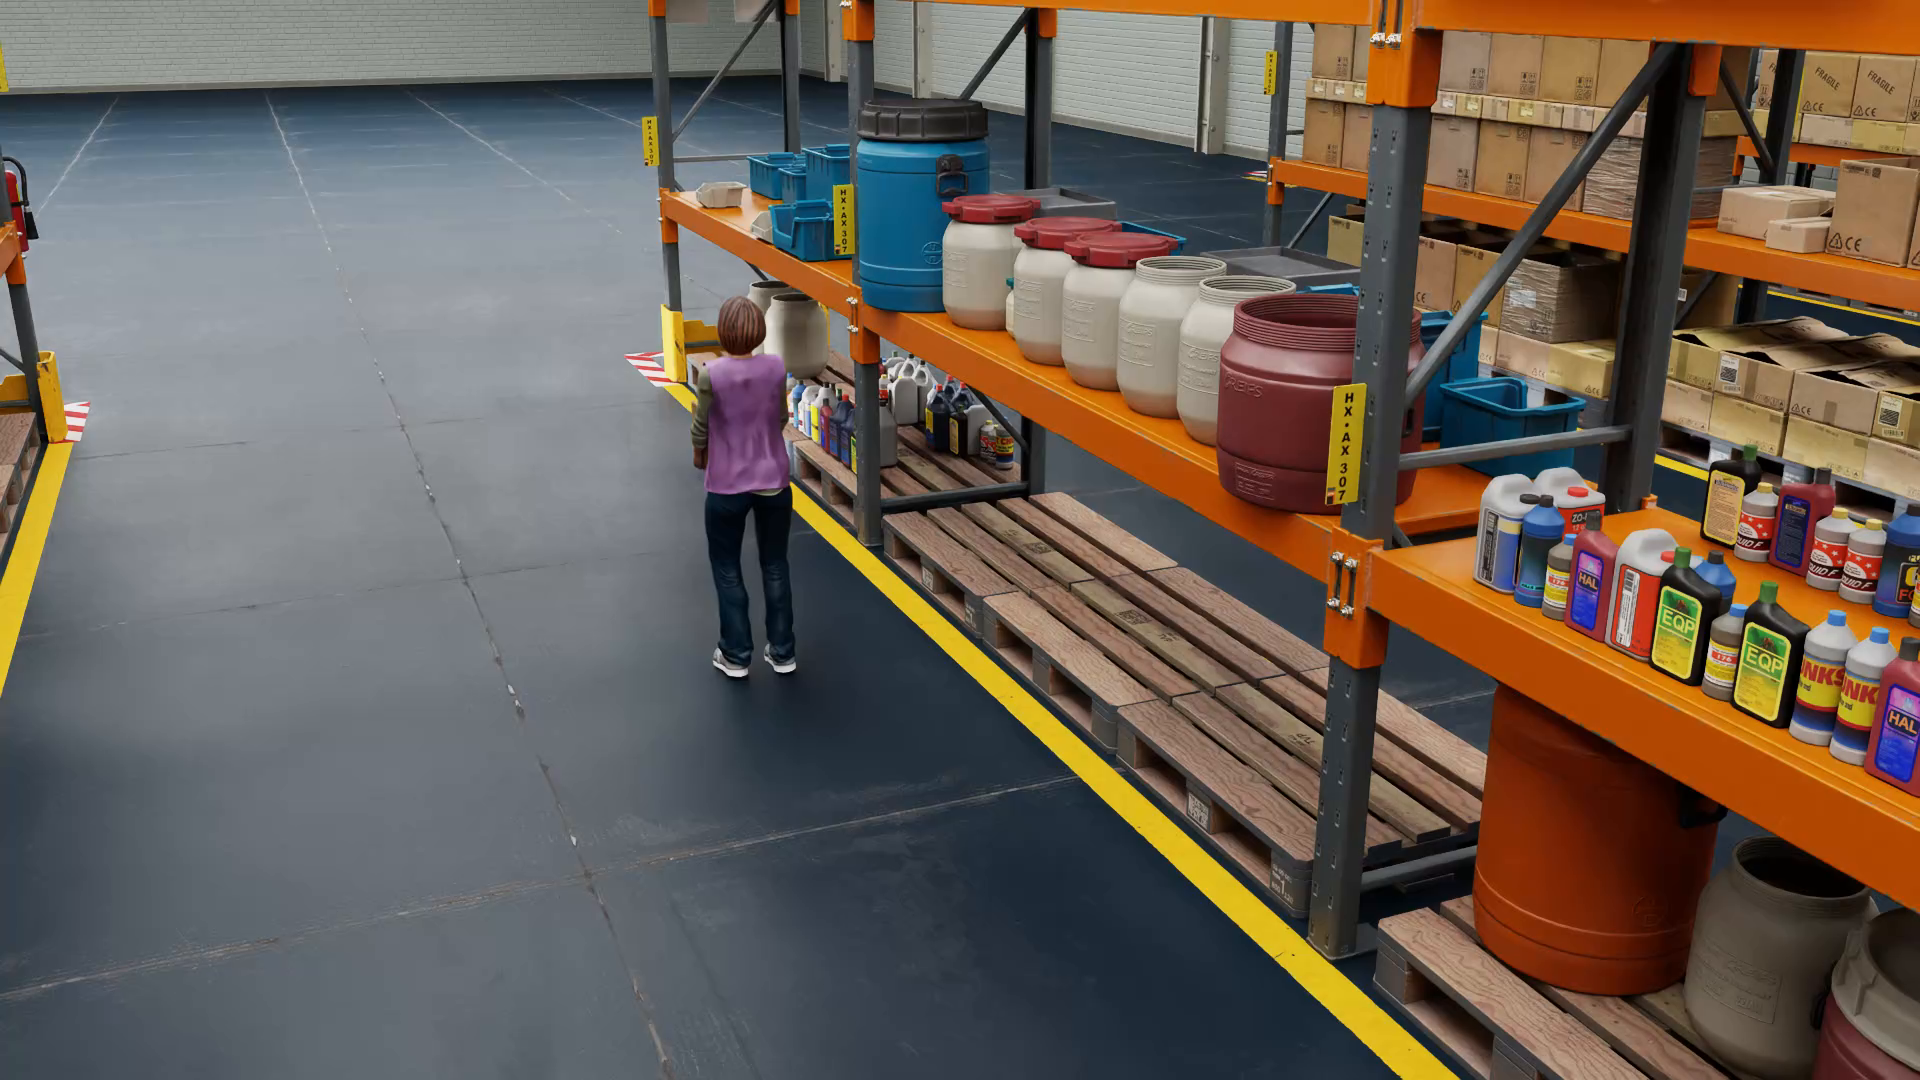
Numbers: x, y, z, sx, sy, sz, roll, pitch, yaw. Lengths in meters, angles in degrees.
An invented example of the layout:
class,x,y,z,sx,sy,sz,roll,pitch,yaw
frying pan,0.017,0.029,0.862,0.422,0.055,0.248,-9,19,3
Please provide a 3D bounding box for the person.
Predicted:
class,x,y,z,sx,sy,sz,roll,pitch,yaw
person,-0.882,-0.228,6.746,0.404,1.591,0.490,-8,21,-21
